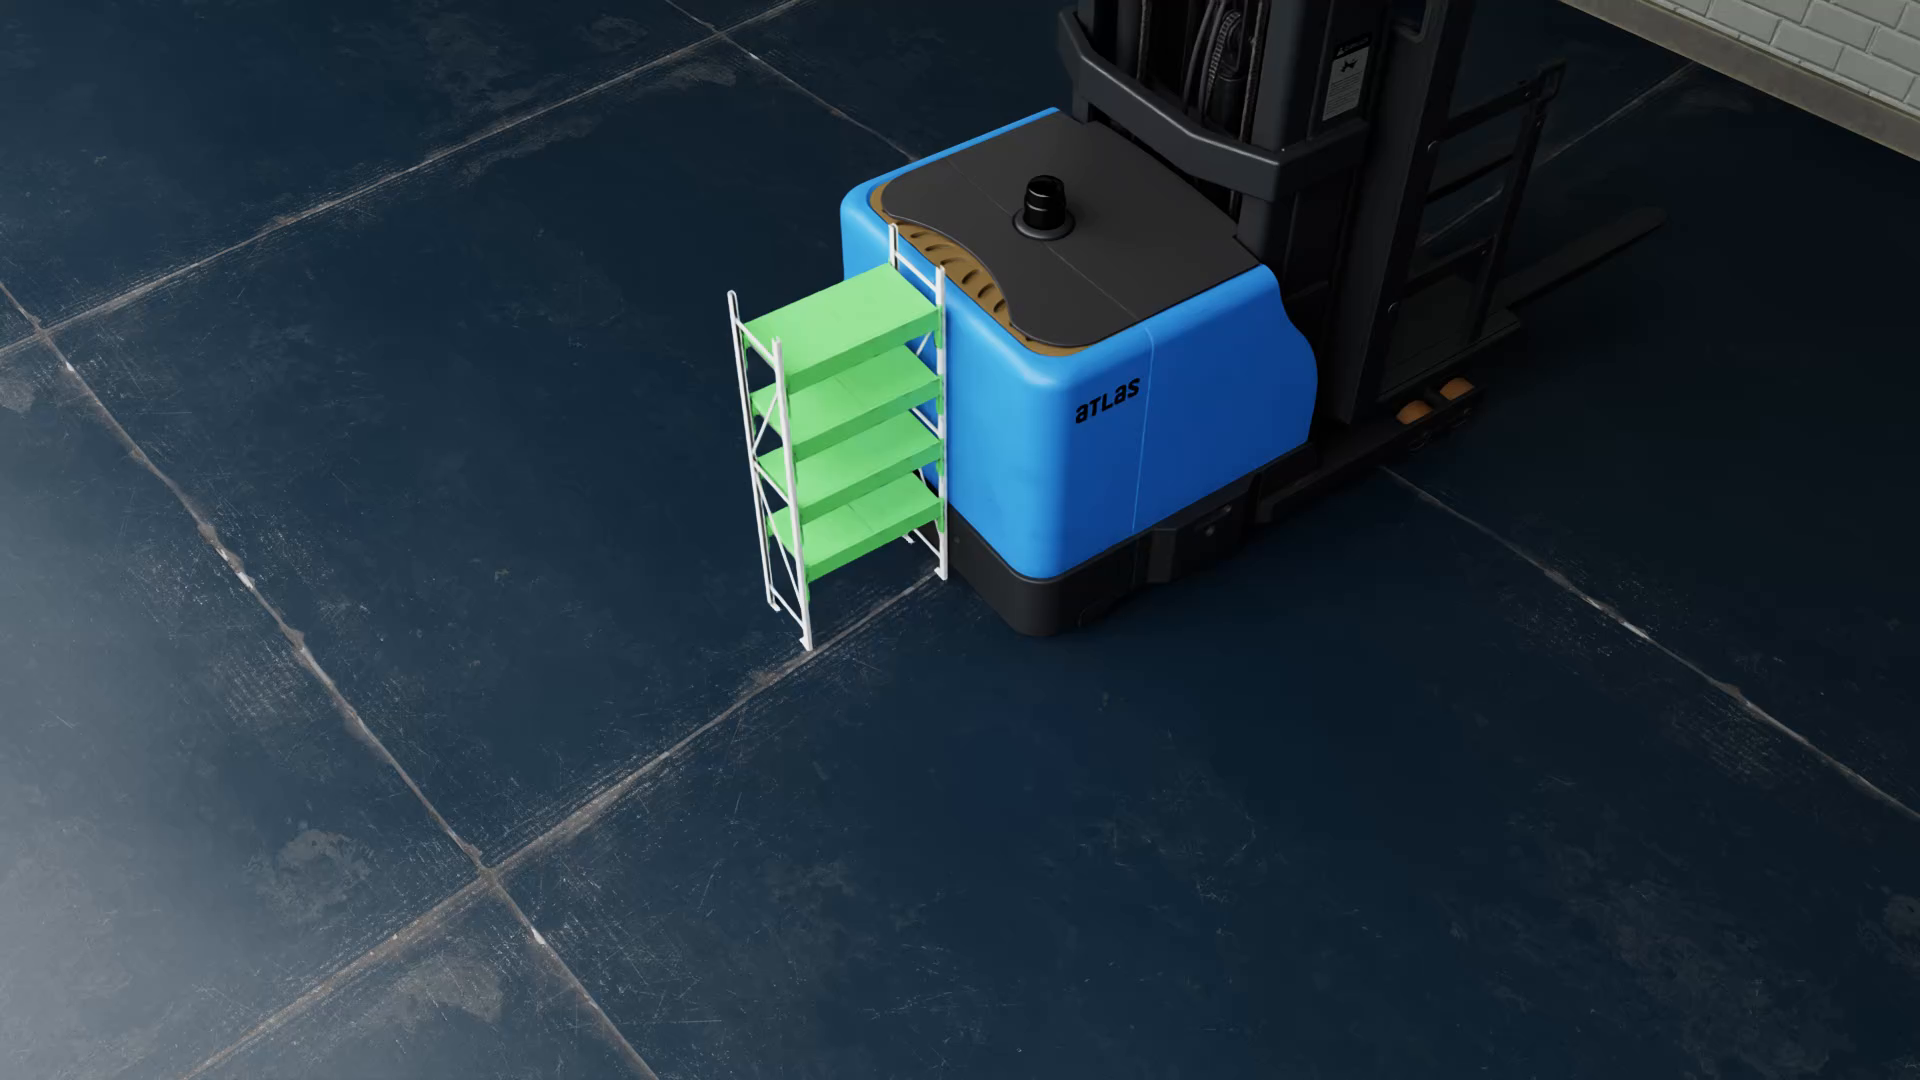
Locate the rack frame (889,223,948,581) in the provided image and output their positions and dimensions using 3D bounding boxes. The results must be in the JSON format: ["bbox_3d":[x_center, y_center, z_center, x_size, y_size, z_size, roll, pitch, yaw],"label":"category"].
[{"bbox_3d":[-0.113,-0.355,4.761,0.015,1.200,0.240,-27,53,-23],"label":"rack frame"}]

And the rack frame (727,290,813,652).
[{"bbox_3d":[-0.512,-0.149,4.571,0.015,1.200,0.240,-27,53,-23],"label":"rack frame"}]

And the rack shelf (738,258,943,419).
[{"bbox_3d":[-0.312,-0.534,4.360,0.480,0.148,0.258,-27,53,-23],"label":"rack shelf"}]

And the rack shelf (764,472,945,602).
[{"bbox_3d":[-0.312,-0.046,4.890,0.480,0.148,0.258,-27,53,-23],"label":"rack shelf"}]

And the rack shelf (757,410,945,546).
[{"bbox_3d":[-0.312,-0.209,4.713,0.480,0.148,0.258,-27,53,-23],"label":"rack shelf"}]

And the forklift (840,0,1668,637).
[{"bbox_3d":[1.143,-1.584,4.717,3.031,2.935,1.130,-27,53,-23],"label":"forklift"}]

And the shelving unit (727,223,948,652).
[{"bbox_3d":[-0.312,-0.252,4.666,0.503,1.200,0.258,-27,53,-23],"label":"shelving unit"}]

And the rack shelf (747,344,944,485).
[{"bbox_3d":[-0.312,-0.372,4.537,0.480,0.148,0.258,-27,53,-23],"label":"rack shelf"}]
